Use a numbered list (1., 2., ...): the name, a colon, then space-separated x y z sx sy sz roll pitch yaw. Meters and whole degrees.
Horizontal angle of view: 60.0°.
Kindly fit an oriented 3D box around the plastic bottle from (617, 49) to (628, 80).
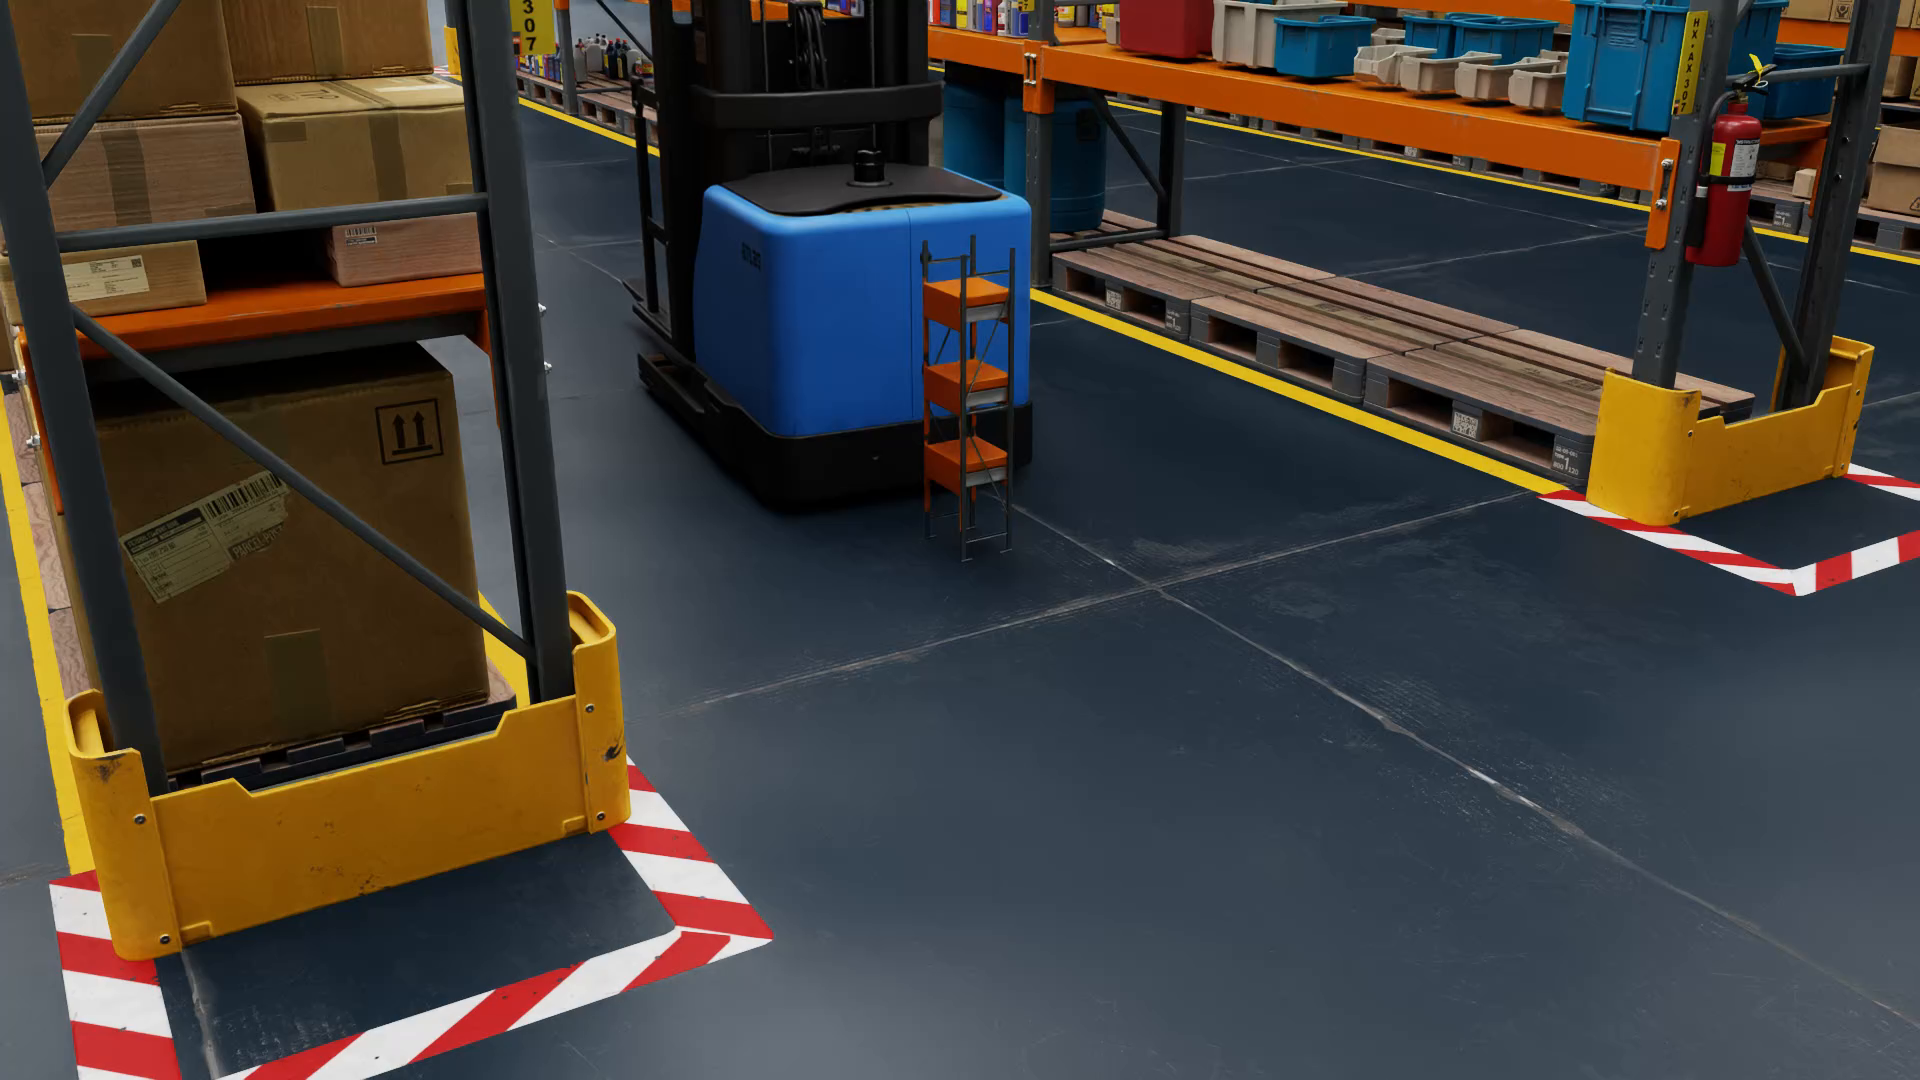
1. plastic bottle: -3.333 -4.697 16.408 0.061 0.283 0.133 -13 25 -28

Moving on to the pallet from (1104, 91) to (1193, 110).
1. pallet: 2.030 -4.519 16.649 1.003 0.211 1.213 -13 25 -28

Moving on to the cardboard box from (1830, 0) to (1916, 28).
1. cardboard box: 5.624 -3.349 9.935 0.500 0.500 0.500 -13 25 -29

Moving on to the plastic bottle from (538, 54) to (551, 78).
1. plastic bottle: -4.107 -4.782 16.527 0.144 0.351 0.185 -13 25 -29

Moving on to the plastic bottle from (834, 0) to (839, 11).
1. plastic bottle: -0.773 -3.587 10.824 0.097 0.271 0.097 0 22 0

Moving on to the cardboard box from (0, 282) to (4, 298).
1. cardboard box: -1.995 -0.668 3.805 0.380 0.149 0.250 -12 25 -28

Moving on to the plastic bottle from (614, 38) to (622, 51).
1. plastic bottle: -3.419 -4.865 16.730 0.144 0.351 0.185 -14 26 -30

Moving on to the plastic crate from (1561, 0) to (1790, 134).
1. plastic crate: 2.531 -1.718 5.928 0.616 0.435 0.499 -13 25 -28

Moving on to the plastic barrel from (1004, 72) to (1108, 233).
1. plastic barrel: 0.556 -2.298 9.710 0.600 0.901 0.708 -13 25 -28

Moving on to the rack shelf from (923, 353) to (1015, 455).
1. rack shelf: 0.027 -0.459 5.575 0.215 0.259 0.240 -13 25 -28

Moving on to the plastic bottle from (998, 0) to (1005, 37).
1. plastic bottle: 0.257 -2.902 9.231 0.097 0.201 0.097 0 22 0

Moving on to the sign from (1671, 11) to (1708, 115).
1. sign: 2.398 -1.566 5.463 0.100 0.325 0.005 -13 25 -28

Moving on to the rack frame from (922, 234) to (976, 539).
1. rack frame: -0.035 -0.509 5.668 0.200 1.050 0.008 -13 25 -28

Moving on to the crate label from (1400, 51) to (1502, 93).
1. crate label: 1.992 -1.918 6.817 0.396 0.136 0.243 -13 25 -28

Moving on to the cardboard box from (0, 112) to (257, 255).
1. cardboard box: -1.871 -0.823 3.656 0.500 0.250 0.500 -13 26 -29

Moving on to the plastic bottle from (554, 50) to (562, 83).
1. plastic bottle: -3.844 -4.615 16.117 0.144 0.351 0.185 -13 26 -30

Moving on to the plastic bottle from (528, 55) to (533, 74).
1. plastic bottle: -4.322 -4.865 16.836 0.097 0.271 0.097 0 22 0

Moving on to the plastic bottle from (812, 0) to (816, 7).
1. plastic bottle: -0.940 -3.661 11.099 0.097 0.201 0.097 0 22 0

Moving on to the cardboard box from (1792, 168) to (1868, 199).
1. cardboard box: 5.559 -2.283 10.624 0.380 0.166 0.250 -13 25 -28

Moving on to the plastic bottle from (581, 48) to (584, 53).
1. plastic bottle: -3.917 -5.016 17.301 0.097 0.201 0.097 0 22 0

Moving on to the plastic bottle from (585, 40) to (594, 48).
1. plastic bottle: -3.819 -5.081 17.361 0.152 0.276 0.135 -13 26 -30

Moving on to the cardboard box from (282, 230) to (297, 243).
1. cardboard box: -1.556 -0.876 4.317 0.380 0.149 0.250 -13 26 -29

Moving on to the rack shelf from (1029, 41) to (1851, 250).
1. rack shelf: 1.841 -1.915 7.496 1.077 0.370 4.000 -13 25 -28

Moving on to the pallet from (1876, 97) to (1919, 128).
1. pallet: 8.877 -3.745 14.745 1.003 0.211 1.213 -13 25 -28

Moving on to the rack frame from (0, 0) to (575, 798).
1. rack frame: -1.395 -0.649 3.424 1.000 3.000 0.127 -13 25 -28

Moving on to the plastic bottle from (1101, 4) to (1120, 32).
1. plastic bottle: 0.898 -3.063 9.428 0.144 0.351 0.185 -13 25 -28

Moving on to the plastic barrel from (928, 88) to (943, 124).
1. plastic barrel: -0.382 -2.748 11.233 0.600 0.588 0.708 -13 25 -28

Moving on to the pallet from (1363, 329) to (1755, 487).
1. pallet: 2.475 -0.584 6.968 1.003 0.211 1.213 -13 25 -28

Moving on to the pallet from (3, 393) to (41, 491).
1. pallet: -3.117 -0.390 6.492 1.003 0.211 1.213 -13 25 -28

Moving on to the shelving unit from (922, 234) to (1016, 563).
1. shelving unit: 0.027 -0.469 5.571 0.215 1.050 0.252 -13 25 -28

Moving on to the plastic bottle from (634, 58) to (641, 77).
1. plastic bottle: -3.157 -4.647 16.392 0.097 0.201 0.097 0 22 0

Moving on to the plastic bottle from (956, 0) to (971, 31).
1. plastic bottle: 0.069 -3.108 9.540 0.144 0.351 0.185 -13 25 -28

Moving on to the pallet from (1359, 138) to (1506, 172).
1. pallet: 4.004 -3.207 13.422 1.003 0.211 1.213 -13 25 -28

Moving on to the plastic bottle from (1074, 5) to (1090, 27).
1. plastic bottle: 0.724 -3.180 9.817 0.152 0.276 0.135 -13 25 -28

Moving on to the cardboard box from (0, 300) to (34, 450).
1. cardboard box: -3.170 -0.925 6.367 0.875 0.875 0.875 -13 25 -28

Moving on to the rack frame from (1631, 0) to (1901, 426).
1. rack frame: 2.863 -1.601 5.767 1.000 3.000 0.127 -13 25 -28

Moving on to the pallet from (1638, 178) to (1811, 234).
1. pallet: 5.430 -2.333 11.272 1.003 0.211 1.213 -13 25 -28

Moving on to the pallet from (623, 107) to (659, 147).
1. pallet: -2.205 -3.552 14.270 1.003 0.211 1.213 -13 25 -28

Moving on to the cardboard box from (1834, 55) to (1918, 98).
1. cardboard box: 8.436 -4.473 15.130 0.750 0.750 0.750 -12 25 -27

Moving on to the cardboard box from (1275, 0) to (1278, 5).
1. cardboard box: 4.106 -7.059 21.931 0.700 0.500 0.500 -14 26 -32

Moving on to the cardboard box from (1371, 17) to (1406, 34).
1. cardboard box: 3.748 -4.261 14.050 0.500 0.250 0.500 -12 25 -26

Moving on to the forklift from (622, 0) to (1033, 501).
1. forklift: -0.792 -2.017 6.882 1.130 2.935 3.031 -10 24 -22

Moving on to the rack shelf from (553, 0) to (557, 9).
1. rack shelf: -4.289 -5.800 17.053 1.077 0.370 4.000 -13 25 -28

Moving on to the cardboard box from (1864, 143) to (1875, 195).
1. cardboard box: 5.998 -2.433 10.801 0.500 0.311 0.500 -13 25 -28

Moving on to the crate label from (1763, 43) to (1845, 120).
1. crate label: 3.020 -1.695 6.140 0.416 0.233 0.303 -13 25 -28

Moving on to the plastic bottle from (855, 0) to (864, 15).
1. plastic bottle: -0.572 -3.482 10.560 0.152 0.276 0.135 -13 25 -28

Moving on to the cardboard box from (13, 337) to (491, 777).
1. cardboard box: -1.791 -0.051 4.216 0.875 0.875 0.875 -13 25 -28

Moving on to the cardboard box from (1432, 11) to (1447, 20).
1. cardboard box: 5.947 -6.044 19.434 0.700 0.500 0.500 -13 26 -29

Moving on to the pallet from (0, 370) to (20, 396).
1. pallet: -3.898 -0.887 7.713 1.003 0.211 1.213 -13 25 -28

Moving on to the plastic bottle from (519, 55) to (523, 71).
1. plastic bottle: -4.477 -4.963 17.077 0.097 0.271 0.097 0 22 0

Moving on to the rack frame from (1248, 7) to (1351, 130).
1. rack frame: 3.036 -5.142 14.480 1.000 3.000 0.127 -13 25 -28

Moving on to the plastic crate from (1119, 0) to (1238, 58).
1. plastic crate: 1.060 -2.616 8.100 0.402 0.464 0.583 -13 25 -28

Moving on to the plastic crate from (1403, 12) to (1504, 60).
1. plastic crate: 2.194 -2.218 7.428 0.416 0.233 0.300 -13 25 -28

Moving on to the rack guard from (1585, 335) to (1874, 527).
1. rack guard: 2.886 -0.438 6.225 1.175 0.500 0.348 -13 25 -28

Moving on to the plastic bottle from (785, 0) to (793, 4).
1. plastic bottle: -1.152 -3.819 11.380 0.061 0.283 0.133 -13 25 -28

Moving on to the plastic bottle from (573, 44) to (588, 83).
1. plastic bottle: -3.720 -4.643 16.185 0.144 0.351 0.185 -13 25 -28
